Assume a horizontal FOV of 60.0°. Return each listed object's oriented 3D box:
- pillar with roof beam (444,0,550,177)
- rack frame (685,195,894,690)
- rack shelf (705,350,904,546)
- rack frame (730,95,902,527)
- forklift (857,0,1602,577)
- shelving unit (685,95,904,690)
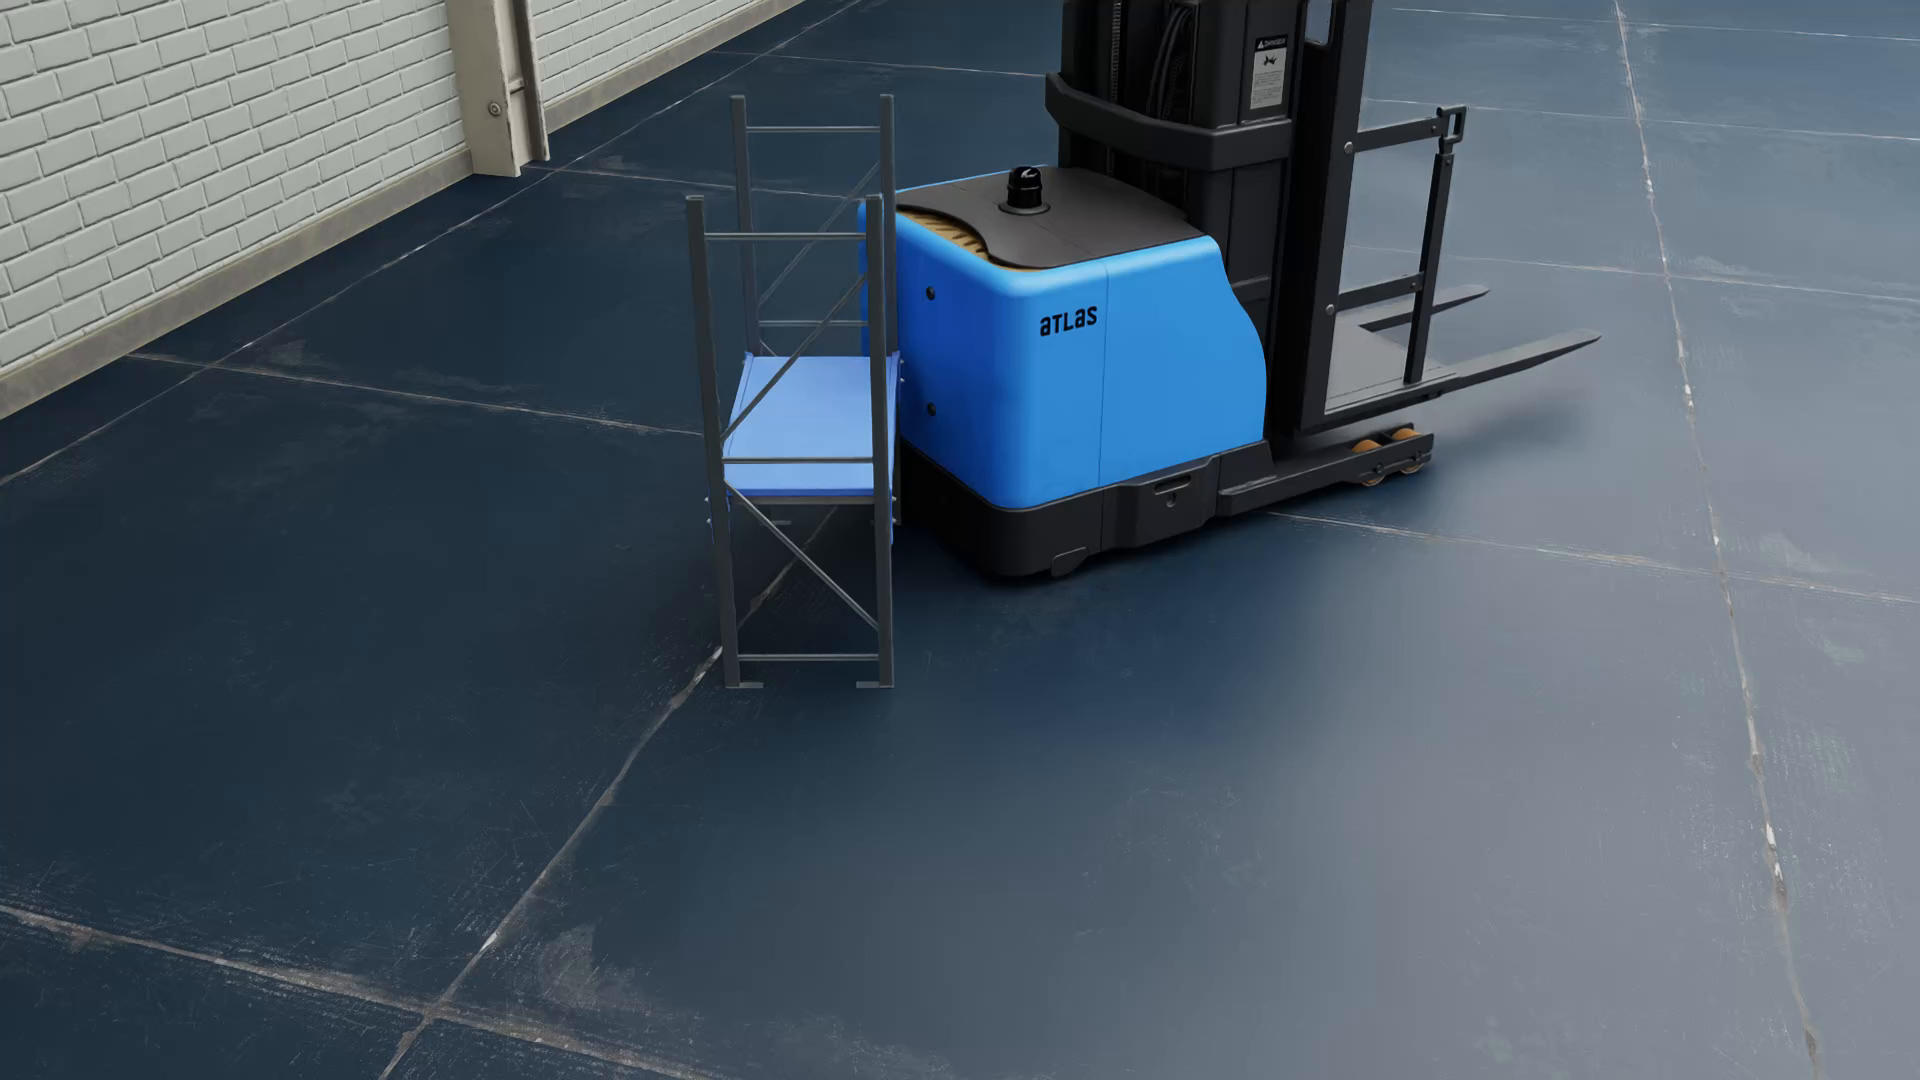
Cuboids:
[{"bbox_3d":[1.501,-5.496,6.373,9.100,9.000,0.400,8,30,15],"label":"pillar with roof beam"},{"bbox_3d":[-0.448,-0.217,4.597,0.500,1.500,0.032,0,29,0],"label":"rack frame"},{"bbox_3d":[-0.452,-0.307,5.129,0.538,0.185,1.000,0,29,0],"label":"rack shelf"},{"bbox_3d":[-0.456,-0.711,5.486,0.500,1.500,0.032,0,29,0],"label":"rack frame"},{"bbox_3d":[1.162,-1.681,5.756,3.031,2.935,1.130,-17,33,-27],"label":"forklift"},{"bbox_3d":[-0.452,-0.464,5.042,0.538,1.500,1.048,0,29,0],"label":"shelving unit"}]
